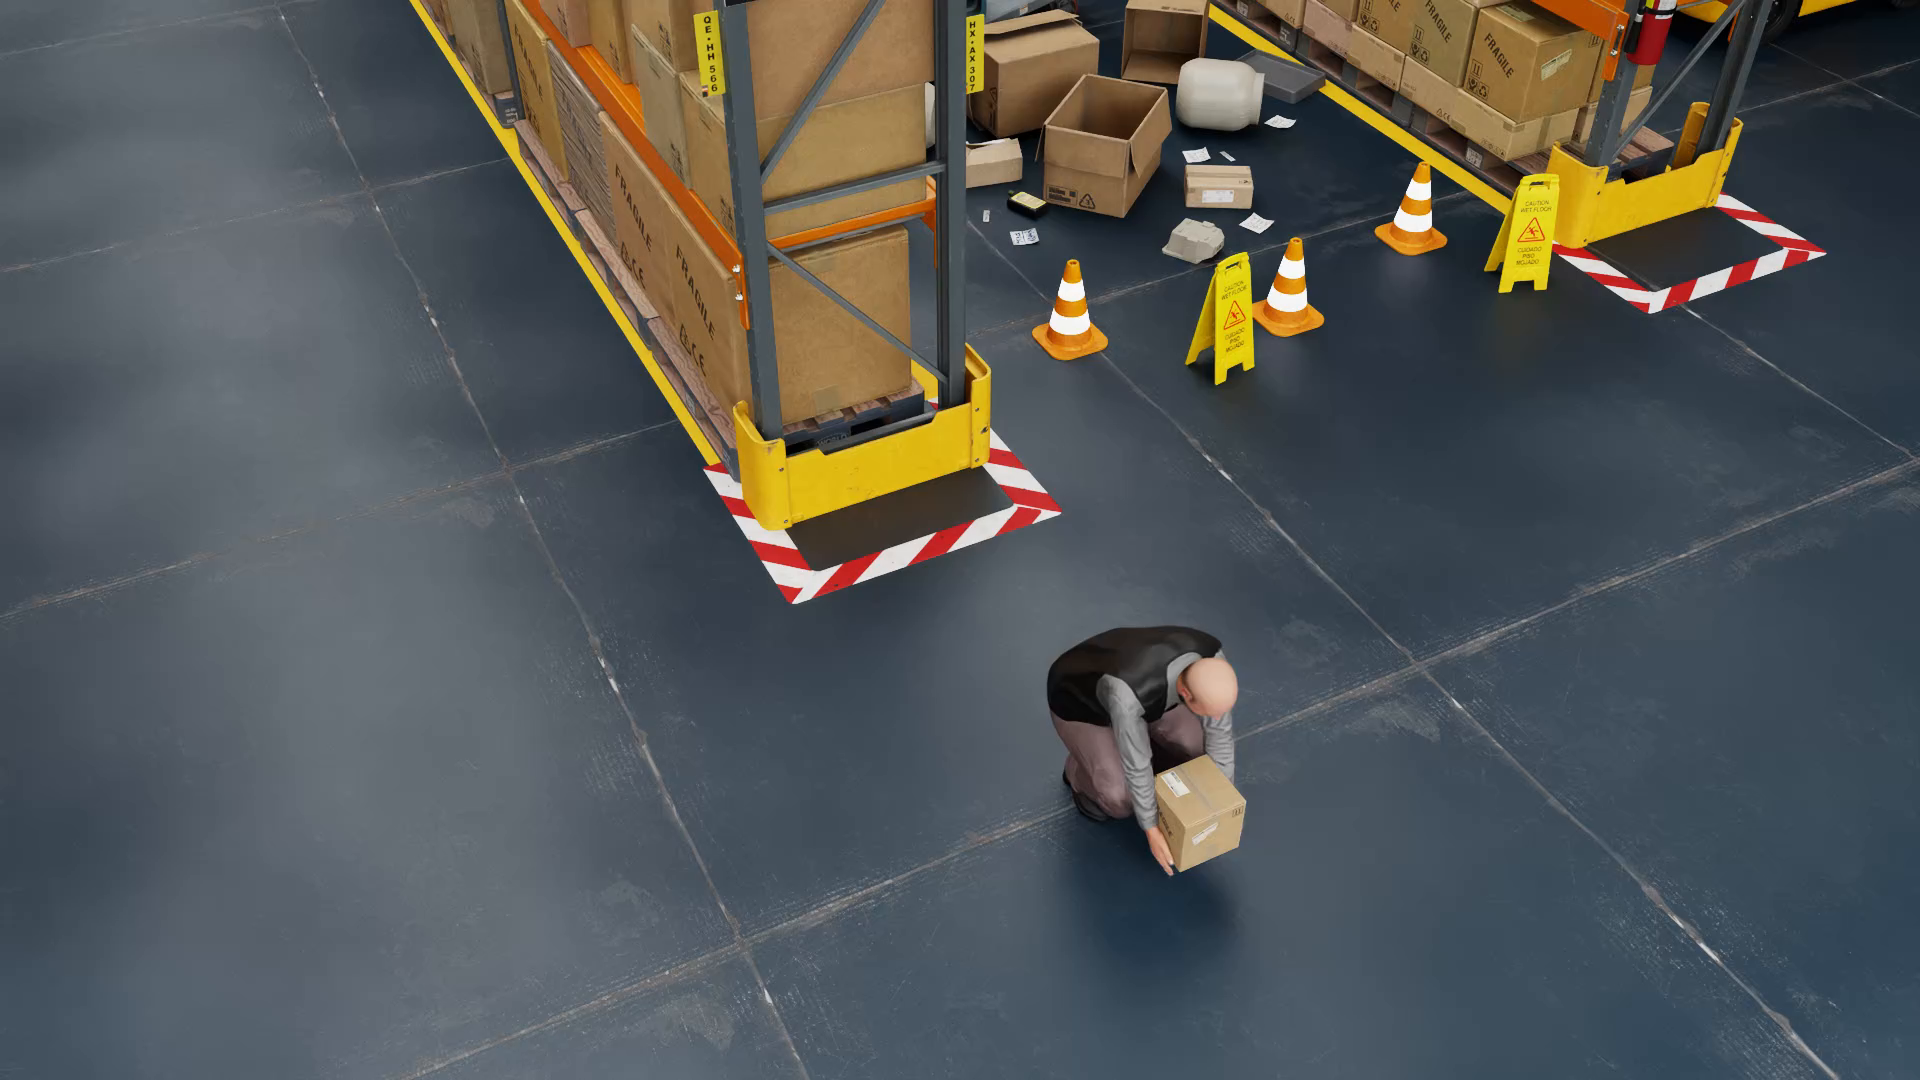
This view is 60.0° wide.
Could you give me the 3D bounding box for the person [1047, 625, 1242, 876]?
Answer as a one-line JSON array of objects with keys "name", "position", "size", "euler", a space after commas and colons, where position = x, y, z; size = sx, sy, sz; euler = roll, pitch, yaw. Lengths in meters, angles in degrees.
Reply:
[{"name": "person", "position": [0.683, 0.656, 6.011], "size": [0.525, 0.964, 0.869], "euler": [-19, 45, -21]}]
